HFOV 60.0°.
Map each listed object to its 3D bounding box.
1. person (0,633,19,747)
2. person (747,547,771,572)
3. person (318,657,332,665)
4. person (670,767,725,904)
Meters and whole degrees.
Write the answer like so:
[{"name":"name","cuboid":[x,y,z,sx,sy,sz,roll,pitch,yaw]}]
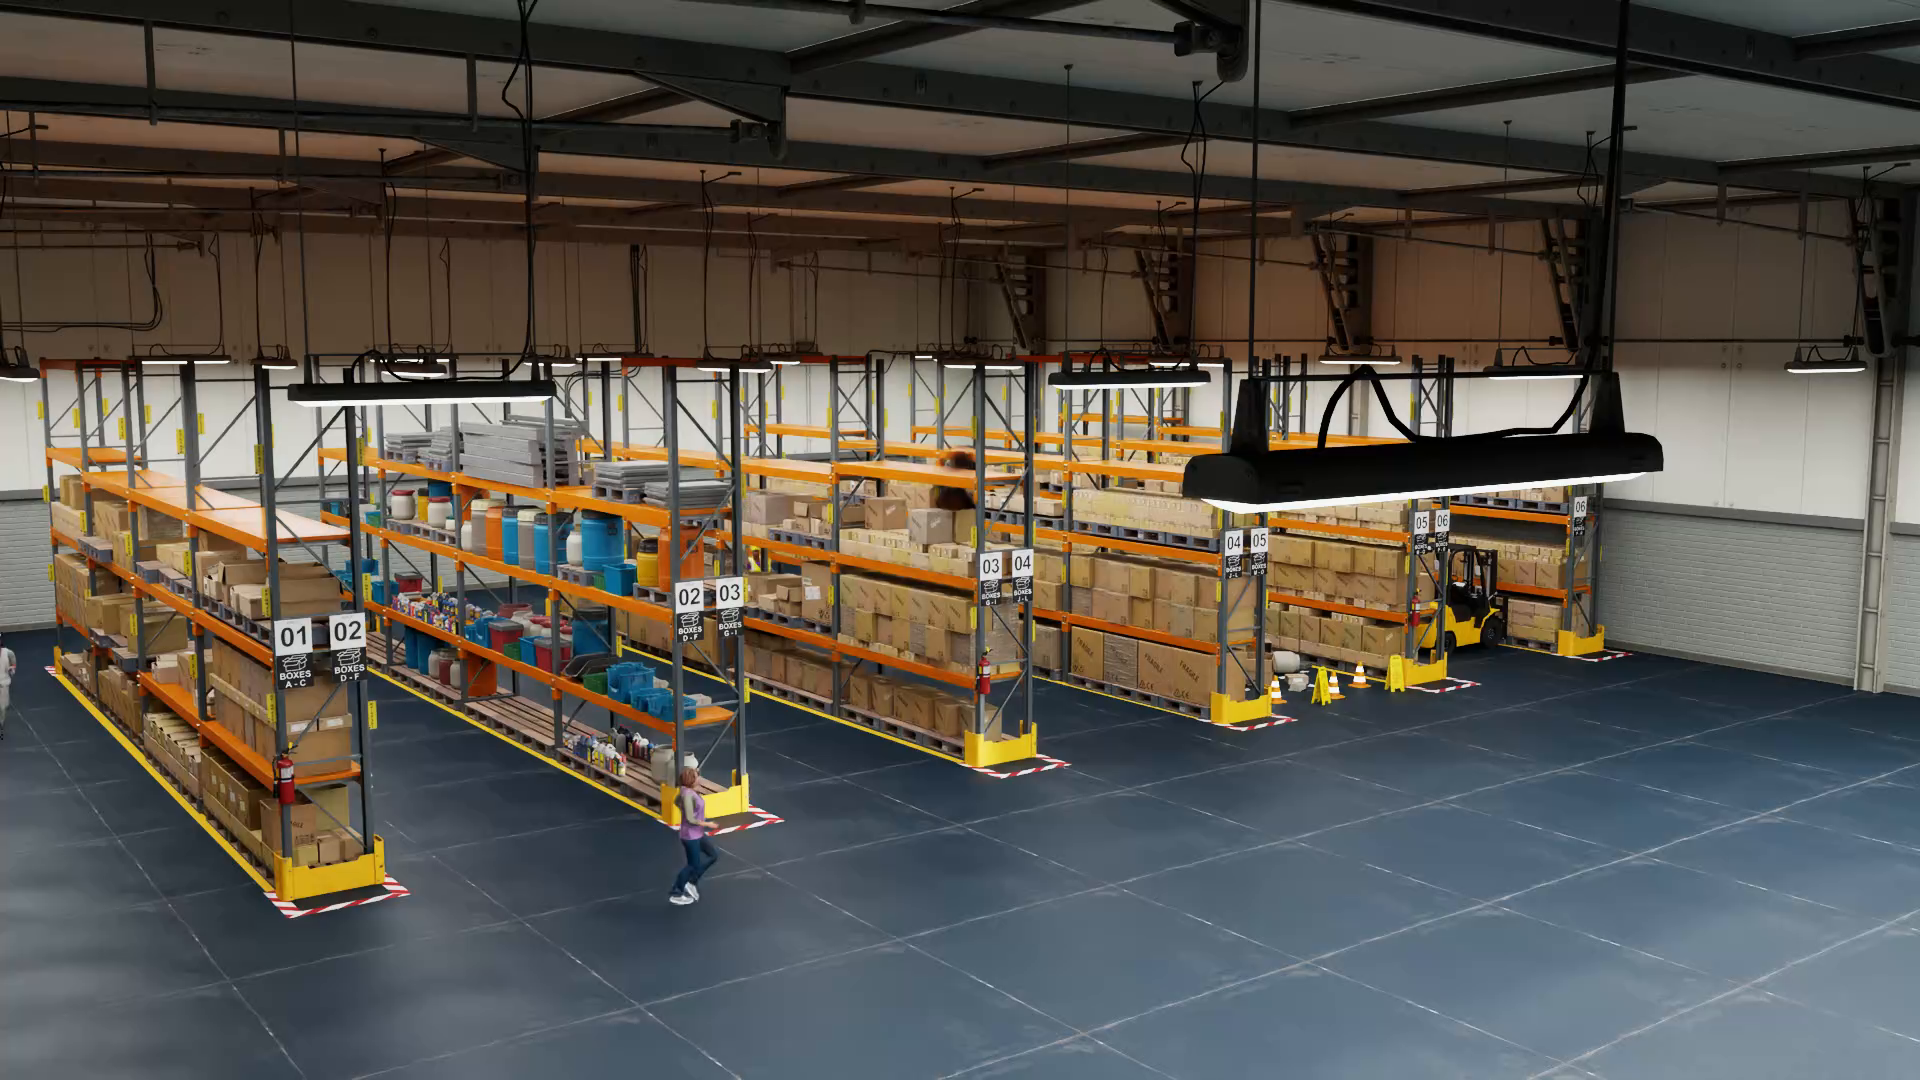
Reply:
[{"name":"person","cuboid":[-15.096,2.326,26.090,0.757,1.832,0.632,6,9,42]},{"name":"person","cuboid":[-4.540,0.997,37.246,0.709,1.766,0.927,-4,8,-30]},{"name":"person","cuboid":[-11.294,2.001,29.306,0.634,1.739,1.095,-5,9,-38]},{"name":"person","cuboid":[-2.950,3.311,18.695,0.629,1.578,0.545,-1,7,-6]}]
